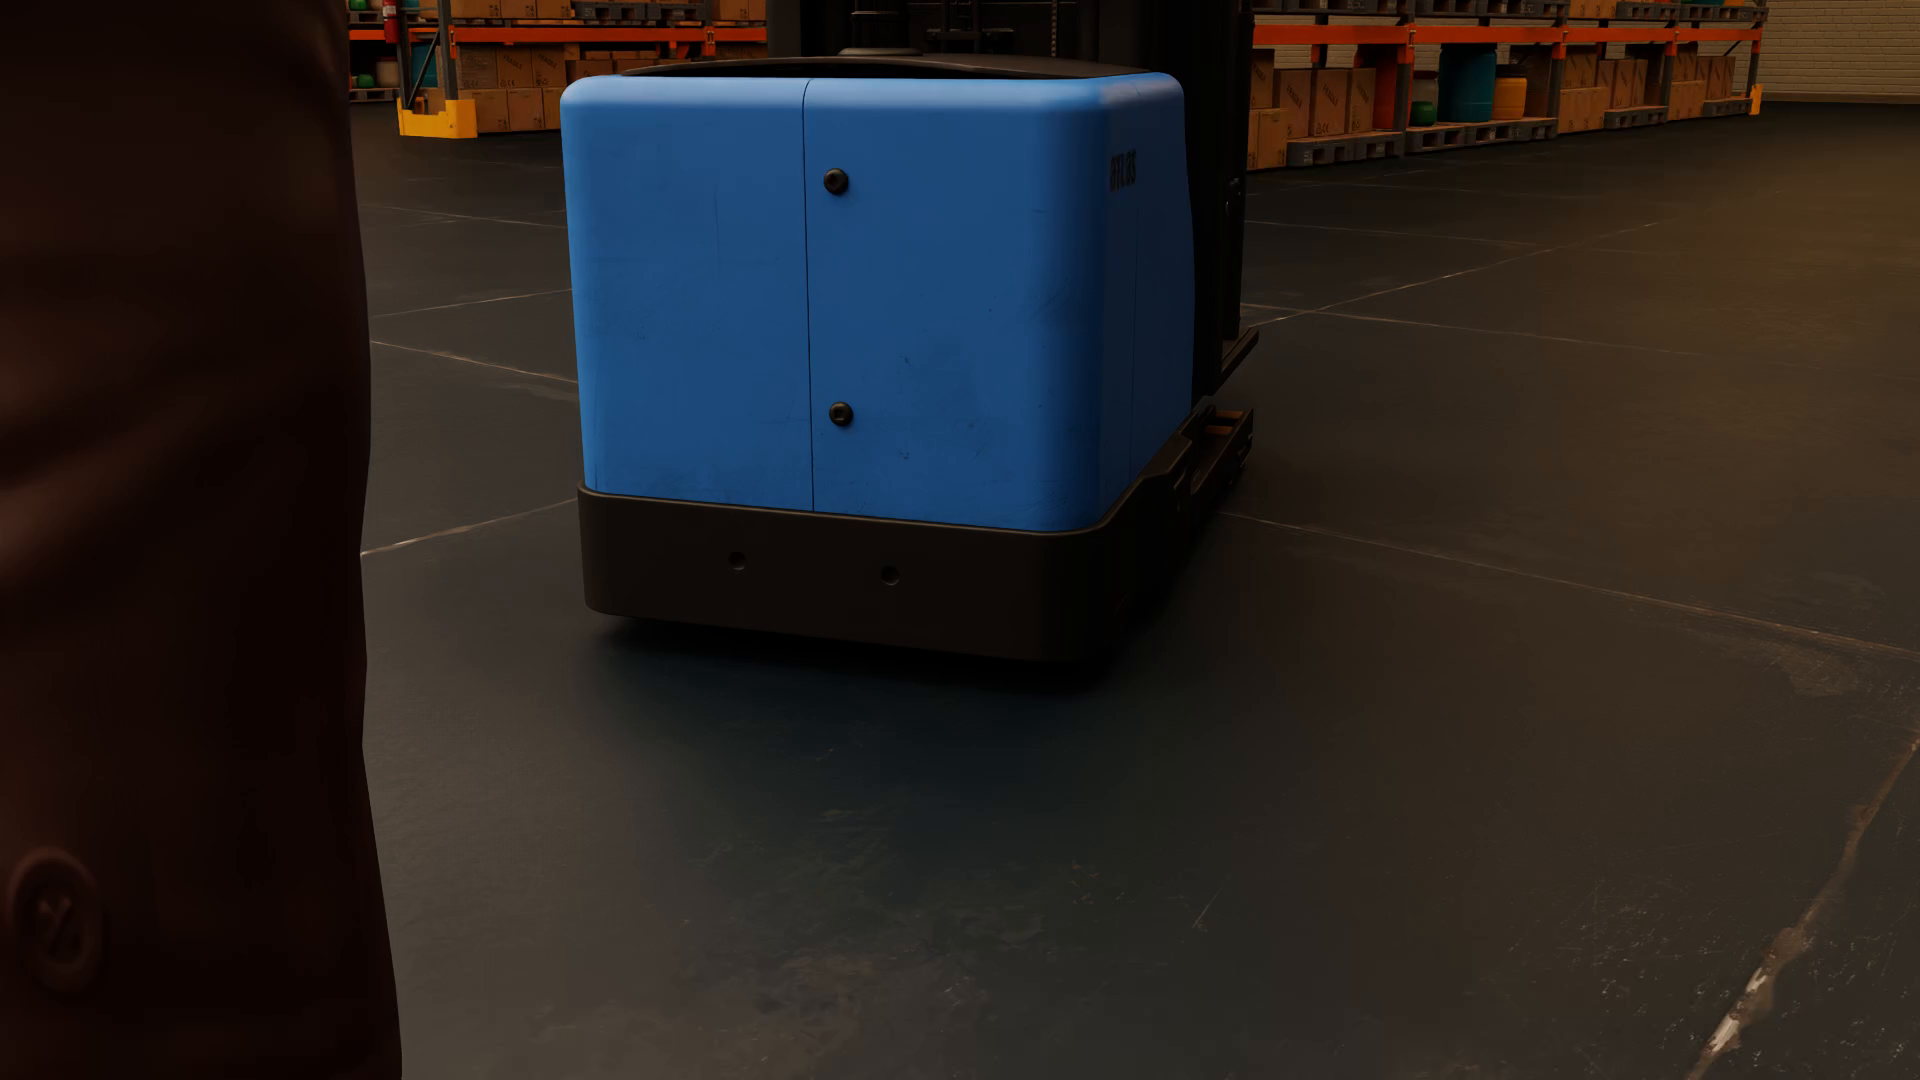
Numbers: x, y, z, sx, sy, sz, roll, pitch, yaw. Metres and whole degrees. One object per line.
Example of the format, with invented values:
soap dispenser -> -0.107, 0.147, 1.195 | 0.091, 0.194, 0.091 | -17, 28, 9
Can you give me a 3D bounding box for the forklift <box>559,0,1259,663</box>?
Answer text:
forklift -> 0.182, -1.571, 4.072 | 1.130, 2.935, 3.031 | 5, 18, 17
